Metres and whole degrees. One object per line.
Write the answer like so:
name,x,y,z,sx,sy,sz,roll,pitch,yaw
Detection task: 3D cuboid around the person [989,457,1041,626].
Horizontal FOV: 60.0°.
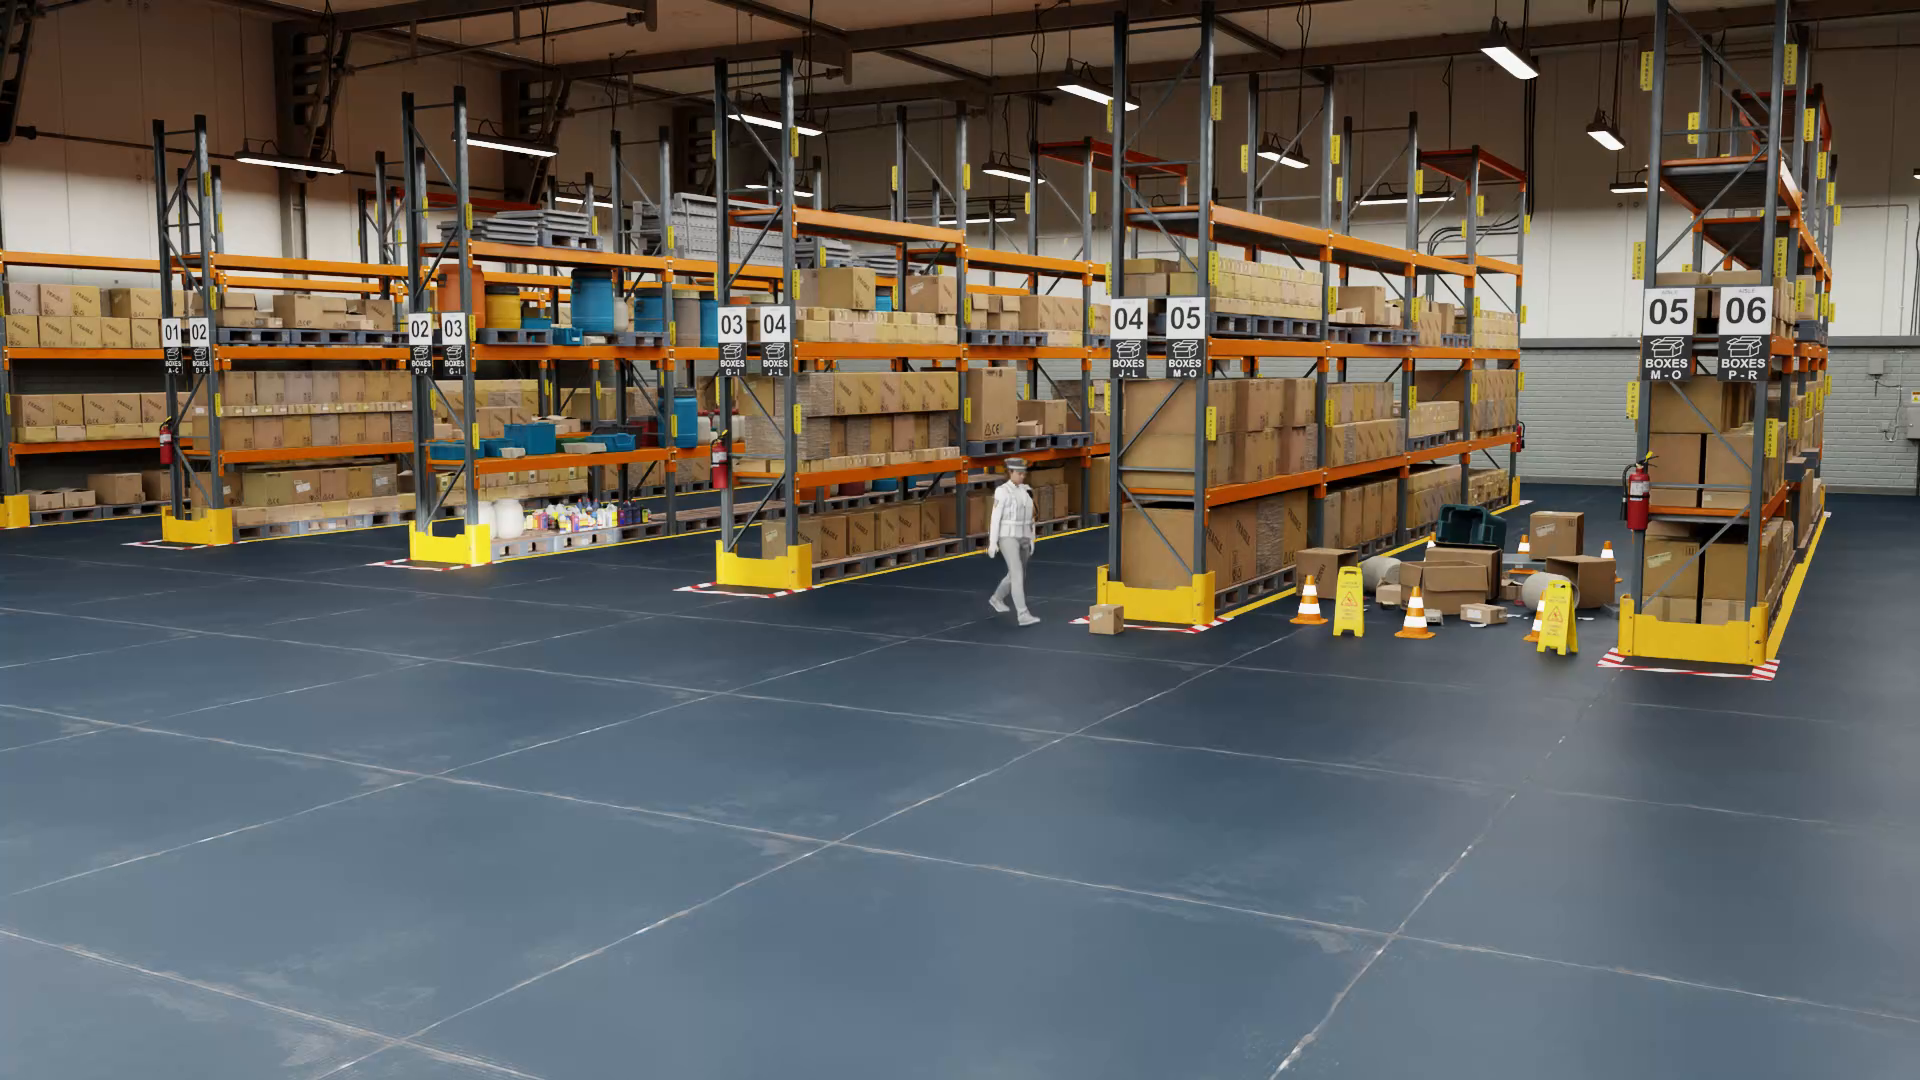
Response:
person,0.534,0.001,16.355,0.528,1.634,0.934,-5,8,-42
